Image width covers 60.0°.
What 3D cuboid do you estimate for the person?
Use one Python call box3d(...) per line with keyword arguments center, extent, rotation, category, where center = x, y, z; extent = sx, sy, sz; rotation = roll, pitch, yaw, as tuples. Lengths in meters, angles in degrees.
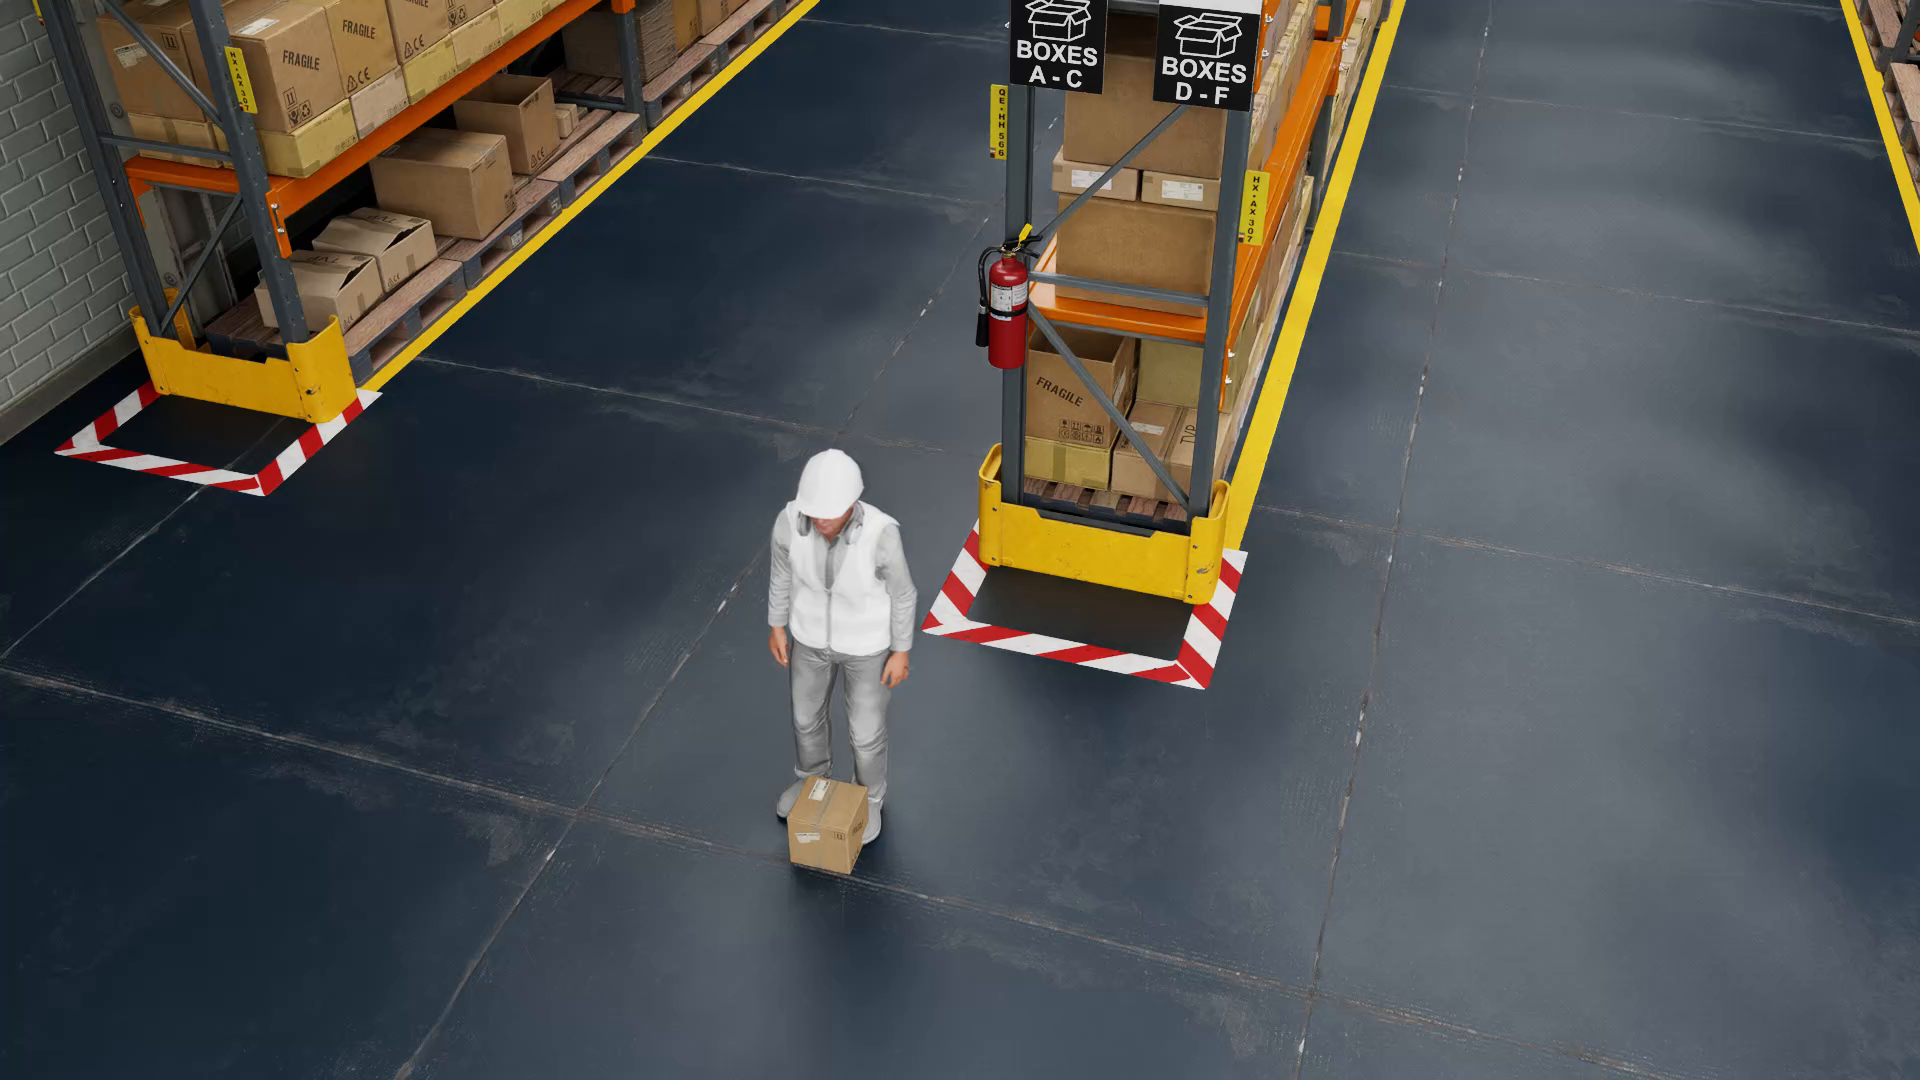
box3d(center=(-0.455, 0.377, 6.366), extent=(0.581, 1.771, 0.464), rotation=(10, 38, 14), category="person")
